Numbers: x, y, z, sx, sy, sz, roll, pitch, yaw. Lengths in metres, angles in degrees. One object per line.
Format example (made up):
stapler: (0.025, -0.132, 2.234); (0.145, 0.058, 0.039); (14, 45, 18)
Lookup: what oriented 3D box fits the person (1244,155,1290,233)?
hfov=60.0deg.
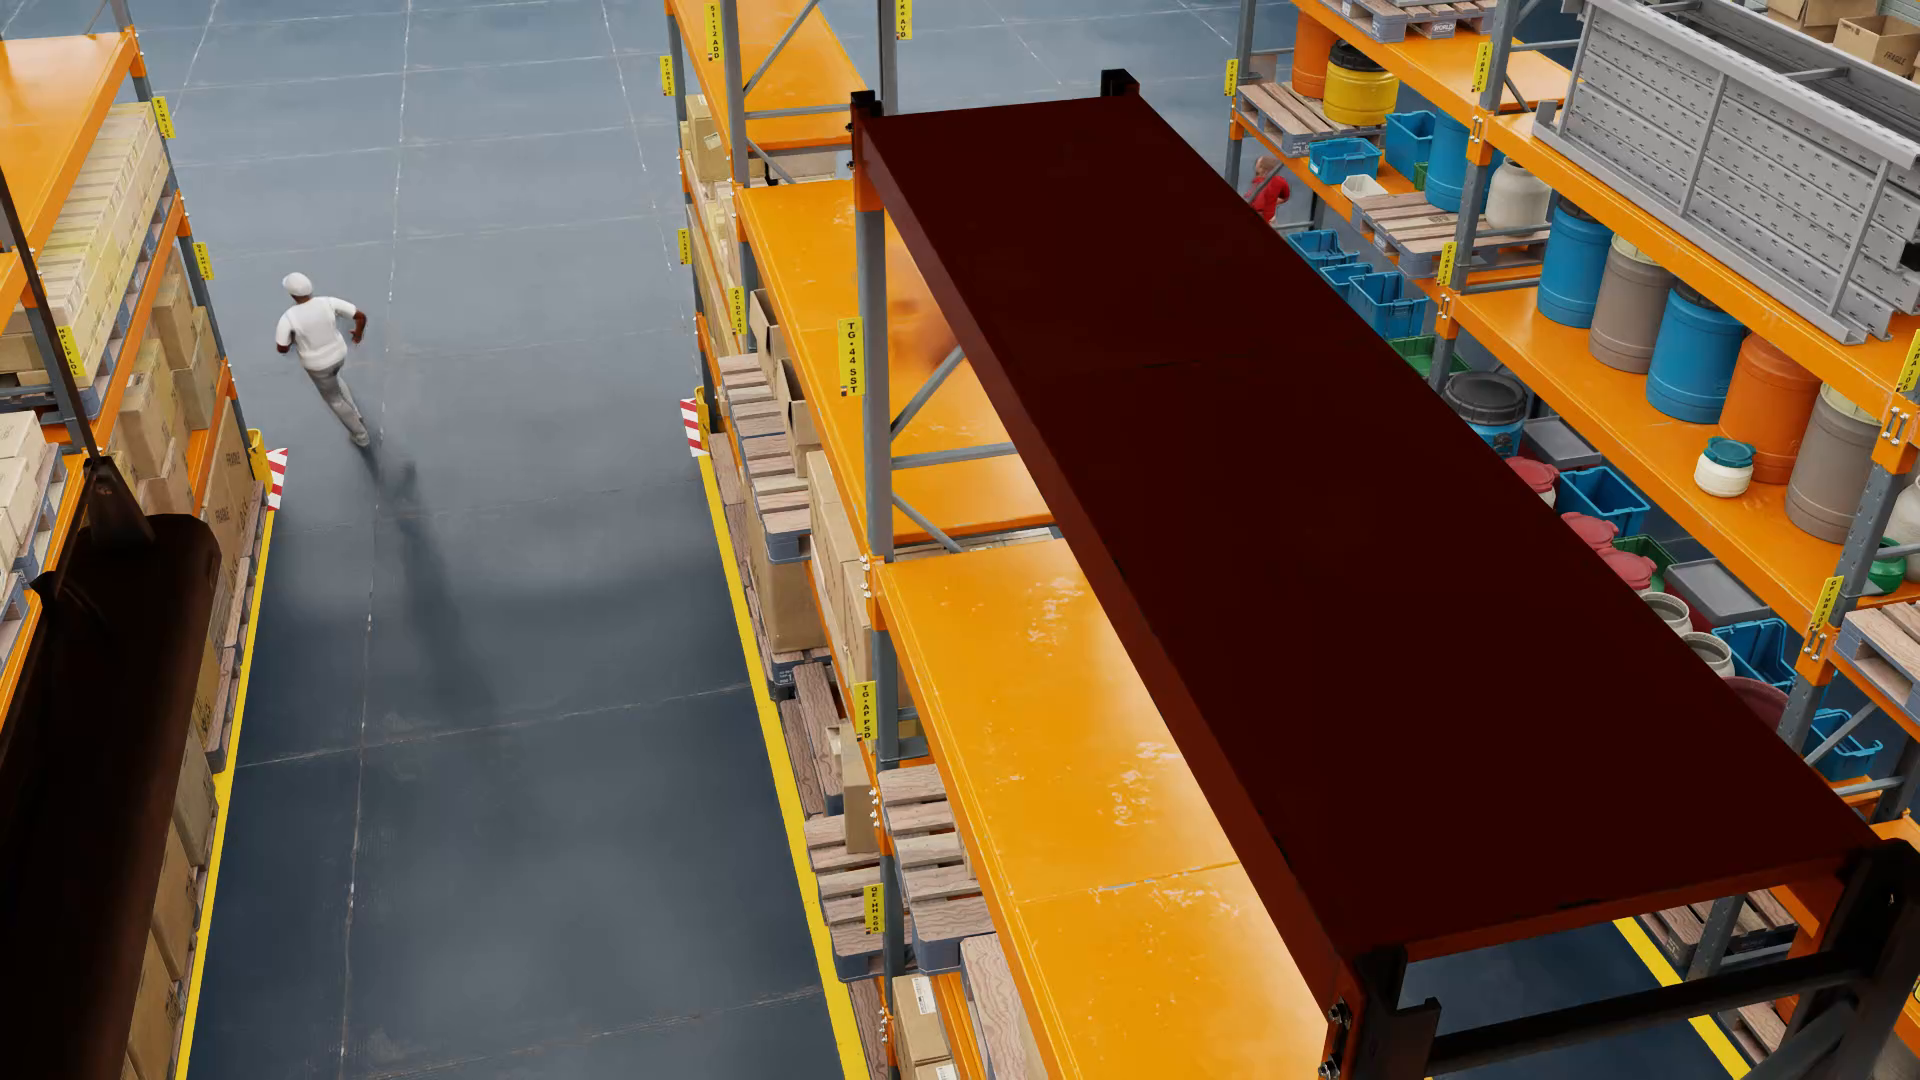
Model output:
person: (3.111, -3.203, 17.298); (0.631, 1.701, 0.674); (29, 44, 35)

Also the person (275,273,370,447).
person: (-5.724, -1.617, 14.932); (0.632, 1.762, 0.721); (22, 40, 29)
